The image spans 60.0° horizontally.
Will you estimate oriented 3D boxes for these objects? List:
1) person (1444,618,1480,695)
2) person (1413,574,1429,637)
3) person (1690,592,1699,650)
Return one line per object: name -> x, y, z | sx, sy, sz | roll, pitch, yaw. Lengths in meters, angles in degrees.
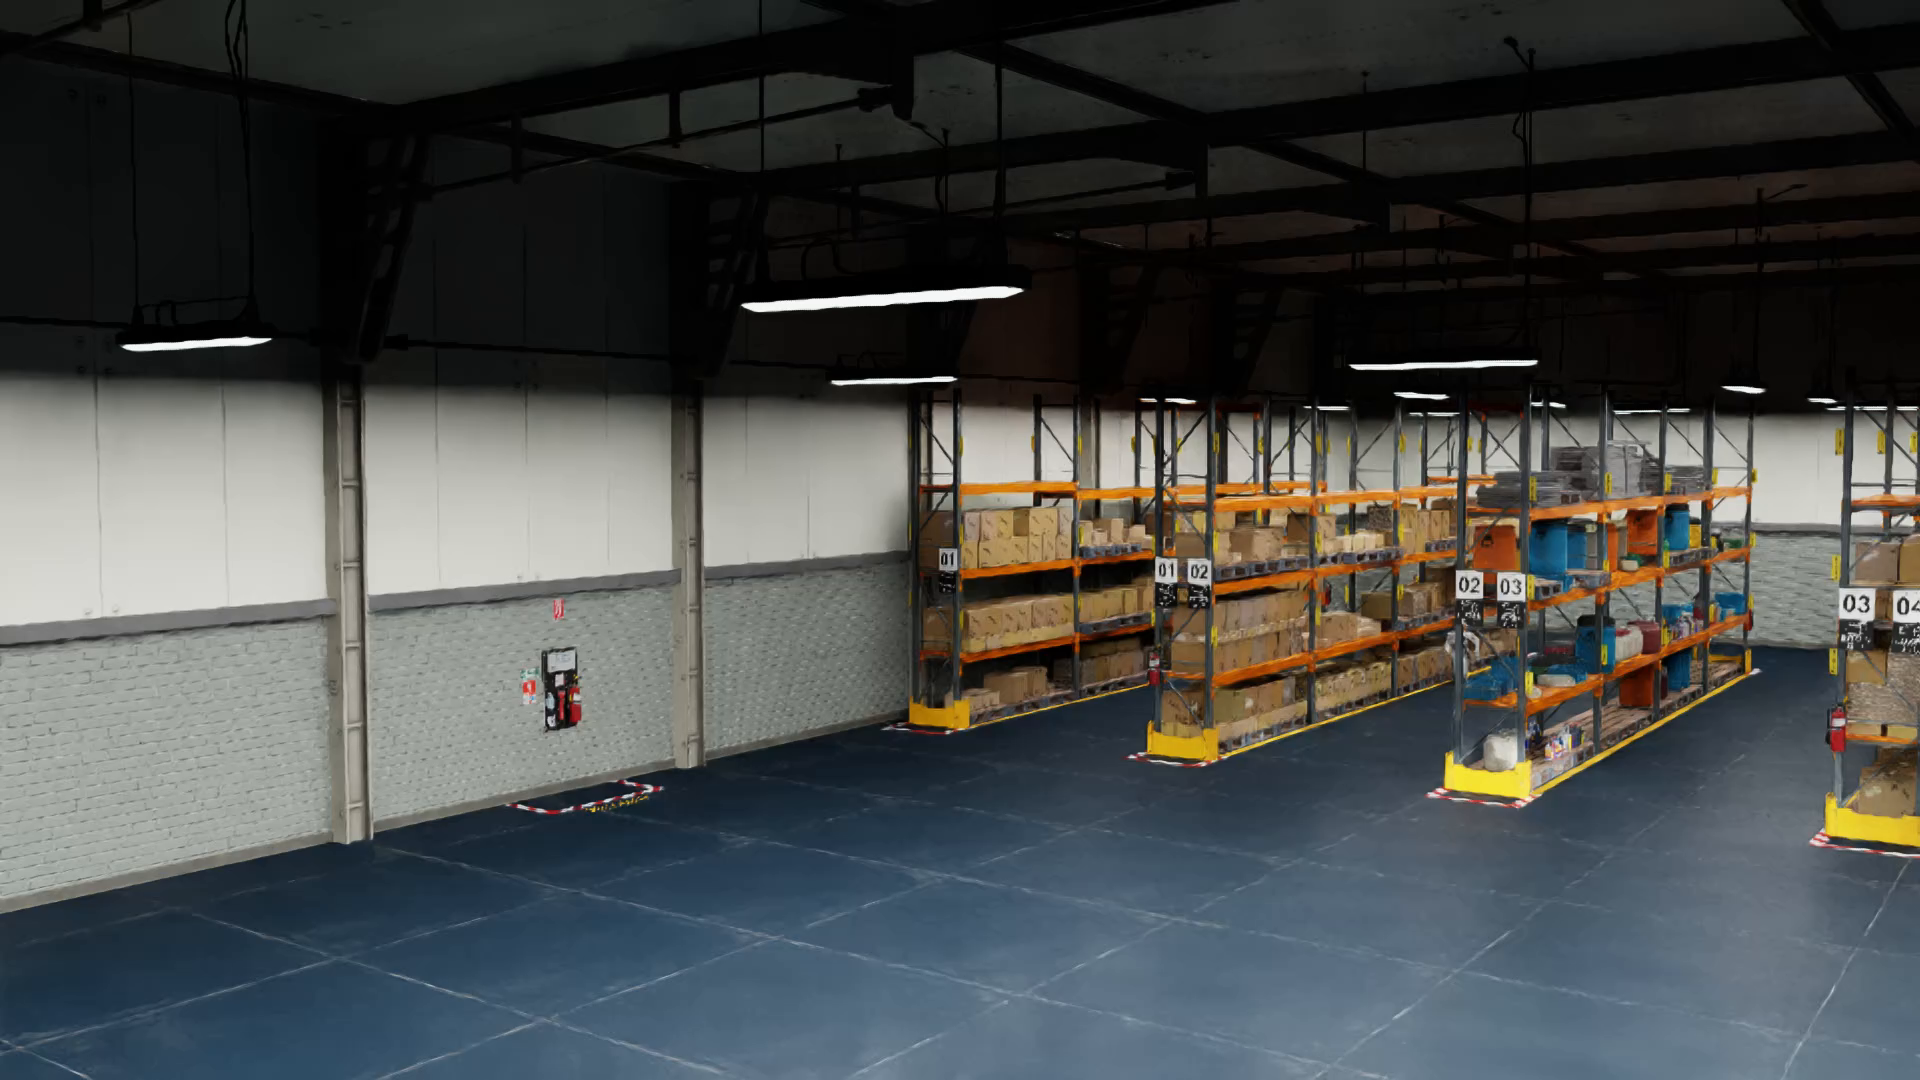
person -> 9.918, 2.334, 32.953 | 0.622, 1.595, 0.763 | 3, 4, 41
person -> 11.698, 1.711, 42.497 | 0.769, 1.716, 0.583 | -1, 3, -18
person -> 16.929, 2.000, 38.200 | 0.498, 1.664, 0.496 | -1, 3, -19
